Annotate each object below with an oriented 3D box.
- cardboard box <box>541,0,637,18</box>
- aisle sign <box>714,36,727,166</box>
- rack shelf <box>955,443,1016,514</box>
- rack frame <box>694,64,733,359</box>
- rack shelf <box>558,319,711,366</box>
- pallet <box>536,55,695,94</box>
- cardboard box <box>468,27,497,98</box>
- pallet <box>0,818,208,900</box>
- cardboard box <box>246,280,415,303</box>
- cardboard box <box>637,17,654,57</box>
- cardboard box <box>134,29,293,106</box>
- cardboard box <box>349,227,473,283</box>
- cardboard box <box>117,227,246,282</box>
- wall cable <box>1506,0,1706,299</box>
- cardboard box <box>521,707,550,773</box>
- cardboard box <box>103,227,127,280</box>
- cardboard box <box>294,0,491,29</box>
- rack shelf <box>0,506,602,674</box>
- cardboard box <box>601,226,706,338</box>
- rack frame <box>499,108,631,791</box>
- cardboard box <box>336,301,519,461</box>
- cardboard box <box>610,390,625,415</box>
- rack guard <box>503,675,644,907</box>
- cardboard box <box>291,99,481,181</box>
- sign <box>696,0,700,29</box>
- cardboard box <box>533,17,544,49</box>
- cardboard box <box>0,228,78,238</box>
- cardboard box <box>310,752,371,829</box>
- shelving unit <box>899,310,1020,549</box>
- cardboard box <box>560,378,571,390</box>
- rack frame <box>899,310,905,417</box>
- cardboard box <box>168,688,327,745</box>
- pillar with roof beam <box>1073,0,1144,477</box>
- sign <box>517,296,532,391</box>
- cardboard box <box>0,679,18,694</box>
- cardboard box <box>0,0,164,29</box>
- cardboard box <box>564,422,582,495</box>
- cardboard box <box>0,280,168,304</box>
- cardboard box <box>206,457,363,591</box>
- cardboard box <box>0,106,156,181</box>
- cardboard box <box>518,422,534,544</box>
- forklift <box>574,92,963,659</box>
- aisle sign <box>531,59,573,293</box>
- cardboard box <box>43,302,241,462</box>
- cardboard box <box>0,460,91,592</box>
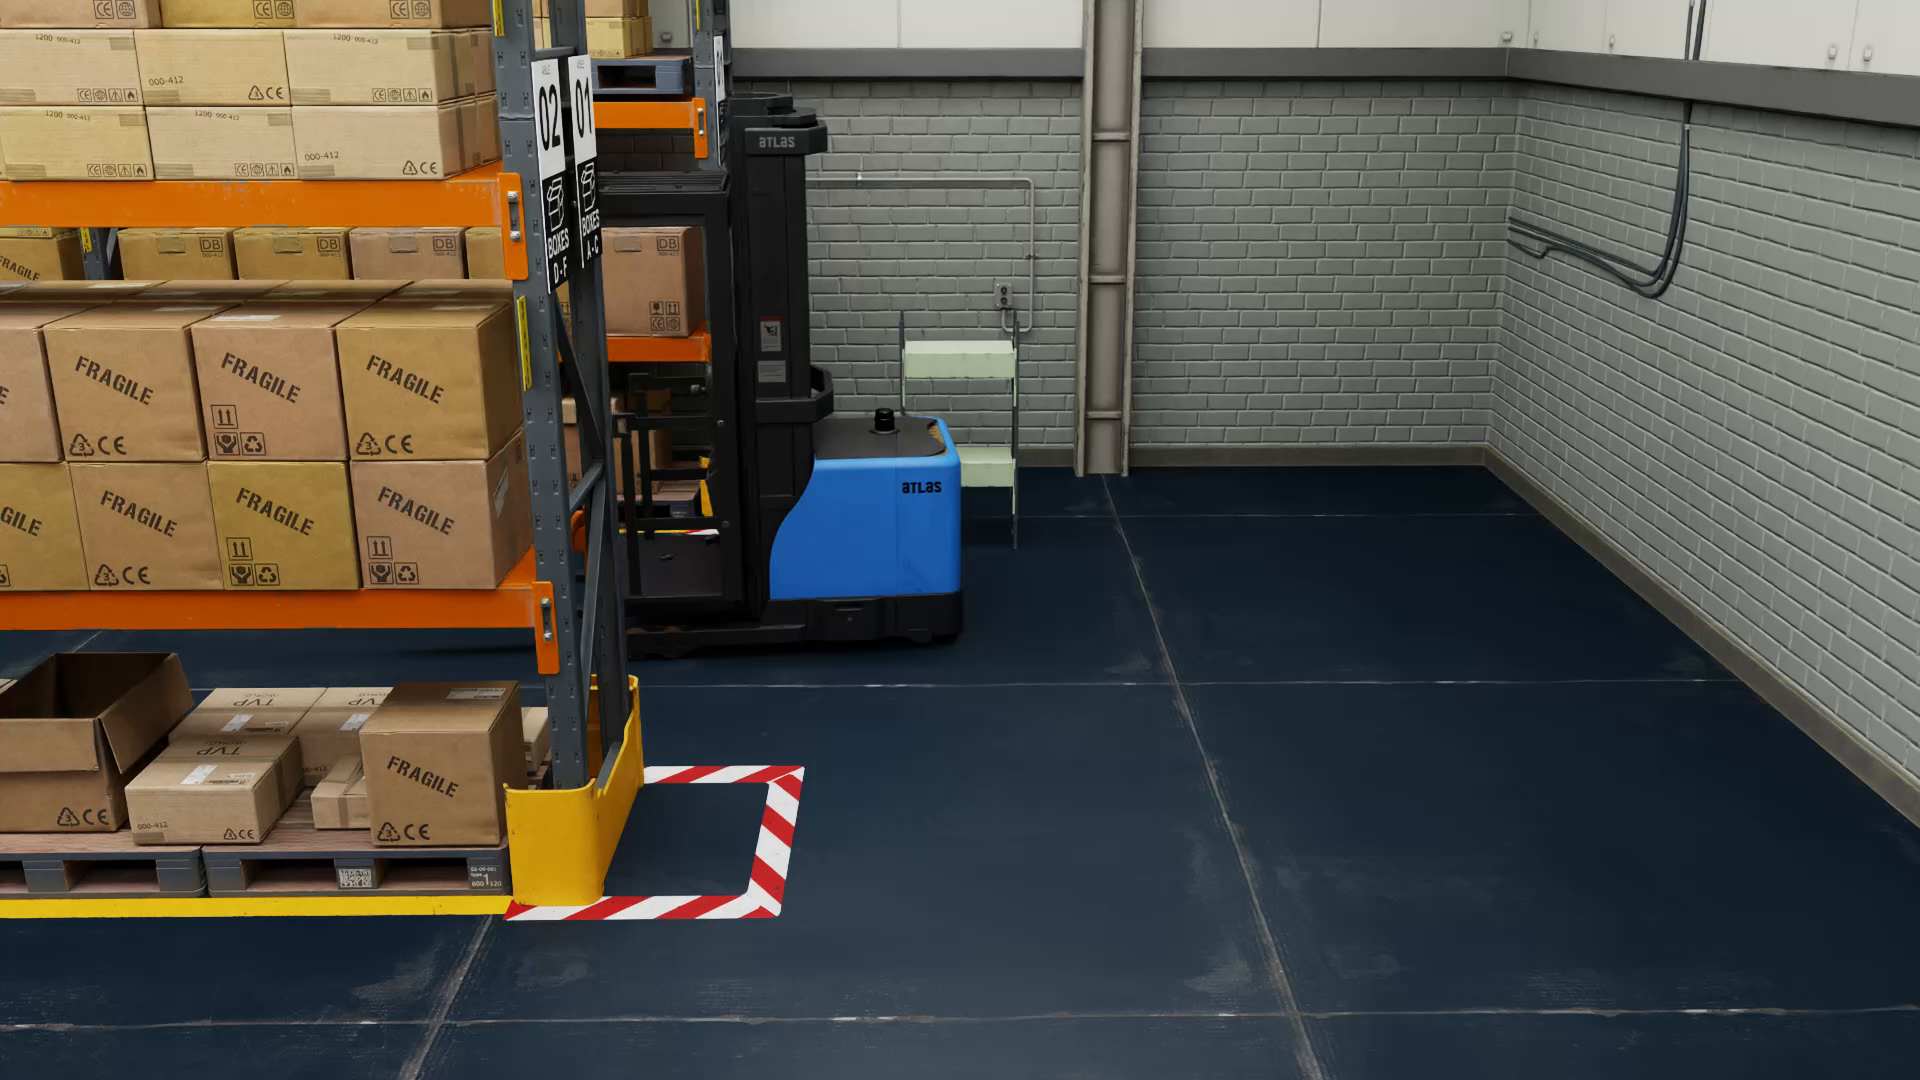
[{"bbox_3d":[-2.341,-3.552,10.466,0.500,0.500,0.500,0,18,-1],"label":"cardboard box"},{"bbox_3d":[-1.537,-2.824,10.684,0.004,0.787,0.394,0,18,-1],"label":"aisle sign"},{"bbox_3d":[-0.007,-0.404,10.918,0.720,0.370,0.431,0,18,-1],"label":"rack shelf"},{"bbox_3d":[-1.614,-1.677,11.366,0.127,3.000,1.000,0,18,-1],"label":"rack frame"},{"bbox_3d":[-3.613,-1.325,11.446,4.000,0.370,1.077,0,18,-1],"label":"rack shelf"},{"bbox_3d":[-2.355,-3.057,10.900,1.213,0.211,1.003,0,18,-1],"label":"pallet"},{"bbox_3d":[-2.049,-1.836,6.378,0.500,0.250,0.500,0,18,-1],"label":"cardboard box"},{"bbox_3d":[-3.622,1.173,7.046,1.213,0.211,1.003,0,18,-1],"label":"pallet"},{"bbox_3d":[-2.502,-0.762,6.711,0.500,0.500,0.500,0,18,0],"label":"cardboard box"},{"bbox_3d":[-2.347,-3.353,11.074,0.500,0.250,0.500,1,18,2],"label":"cardboard box"},{"bbox_3d":[-2.541,-1.677,5.880,0.500,0.250,0.500,0,18,-1],"label":"cardboard box"},{"bbox_3d":[-3.613,-1.807,11.279,0.700,0.700,0.980,-1,18,-4],"label":"cardboard box"},{"bbox_3d":[-5.070,-1.799,11.253,0.700,0.700,0.980,0,18,0],"label":"cardboard box"},{"bbox_3d":[4.047,-2.974,10.669,0.112,2.526,3.097,0,18,-1],"label":"wall cable"},{"bbox_3d":[-1.956,0.881,7.339,0.250,0.149,0.380,0,18,-1],"label":"cardboard box"},{"bbox_3d":[-6.077,-1.932,11.475,0.500,0.500,0.500,-1,18,-3],"label":"cardboard box"},{"bbox_3d":[-2.045,-2.109,6.000,0.500,0.500,0.700,0,18,-1],"label":"cardboard box"},{"bbox_3d":[-3.531,0.188,6.730,4.000,0.370,1.077,0,18,-1],"label":"rack shelf"},{"bbox_3d":[-2.123,-1.815,11.303,0.700,0.700,0.980,1,18,2],"label":"cardboard box"},{"bbox_3d":[-1.532,-0.165,6.650,0.127,3.000,1.000,0,18,-1],"label":"rack frame"},{"bbox_3d":[-1.972,-0.602,6.213,0.500,0.500,0.500,0,18,-1],"label":"cardboard box"},{"bbox_3d":[-2.437,-0.906,11.303,0.250,0.149,0.380,0,18,-2],"label":"cardboard box"},{"bbox_3d":[-1.608,1.026,7.030,0.348,0.500,1.175,0,18,-1],"label":"rack guard"},{"bbox_3d":[-2.041,-1.438,5.956,0.500,0.250,0.500,0,18,-1],"label":"cardboard box"},{"bbox_3d":[-1.619,-3.324,10.268,0.005,0.325,0.100,0,18,-1],"label":"sign"},{"bbox_3d":[-2.862,-3.194,10.579,0.500,0.250,0.500,-1,18,-3],"label":"cardboard box"},{"bbox_3d":[-6.076,-2.134,10.877,0.500,0.250,0.500,0,18,0],"label":"cardboard box"},{"bbox_3d":[-2.478,1.027,6.852,0.250,0.166,0.380,0,18,-1],"label":"cardboard box"},{"bbox_3d":[-0.007,-0.714,10.818,0.755,1.500,0.431,0,18,-1],"label":"shelving unit"},{"bbox_3d":[-2.697,-1.021,11.663,0.250,0.149,0.380,0,18,-1],"label":"cardboard box"},{"bbox_3d":[-0.373,-0.712,10.813,0.023,1.500,0.400,0,18,-1],"label":"rack frame"},{"bbox_3d":[-3.080,0.856,7.249,0.500,0.250,0.500,0,18,-1],"label":"cardboard box"},{"bbox_3d":[1.140,-3.496,7.215,0.400,9.000,9.100,0,18,-1],"label":"pillar with roof beam"},{"bbox_3d":[-1.543,-0.697,5.896,0.005,0.325,0.100,0,18,-1],"label":"sign"},{"bbox_3d":[-4.216,0.833,7.223,0.500,0.311,0.500,0,18,-1],"label":"cardboard box"},{"bbox_3d":[-3.045,-2.097,5.964,0.500,0.500,0.700,0,18,-1],"label":"cardboard box"},{"bbox_3d":[-2.812,-0.651,11.570,0.500,0.500,0.700,0,18,-1],"label":"cardboard box"},{"bbox_3d":[-3.510,-0.758,6.700,0.500,0.500,0.500,0,18,-1],"label":"cardboard box"},{"bbox_3d":[-2.494,-0.123,6.358,0.500,0.500,0.500,0,18,0],"label":"cardboard box"},{"bbox_3d":[-3.041,-1.433,5.939,0.500,0.250,0.500,0,18,-1],"label":"cardboard box"},{"bbox_3d":[-1.980,-0.291,6.879,0.500,0.500,0.500,0,18,0],"label":"cardboard box"},{"bbox_3d":[-1.533,-0.919,9.113,3.031,2.935,1.130,-2,18,-6],"label":"forklift"},{"bbox_3d":[-1.459,-1.309,5.962,0.004,0.787,0.394,0,18,-1],"label":"aisle sign"},{"bbox_3d":[-2.996,-0.595,6.193,0.500,0.500,0.500,0,18,1],"label":"cardboard box"},{"bbox_3d":[-3.497,-0.120,6.348,0.500,0.500,0.500,-1,18,-2],"label":"cardboard box"}]
